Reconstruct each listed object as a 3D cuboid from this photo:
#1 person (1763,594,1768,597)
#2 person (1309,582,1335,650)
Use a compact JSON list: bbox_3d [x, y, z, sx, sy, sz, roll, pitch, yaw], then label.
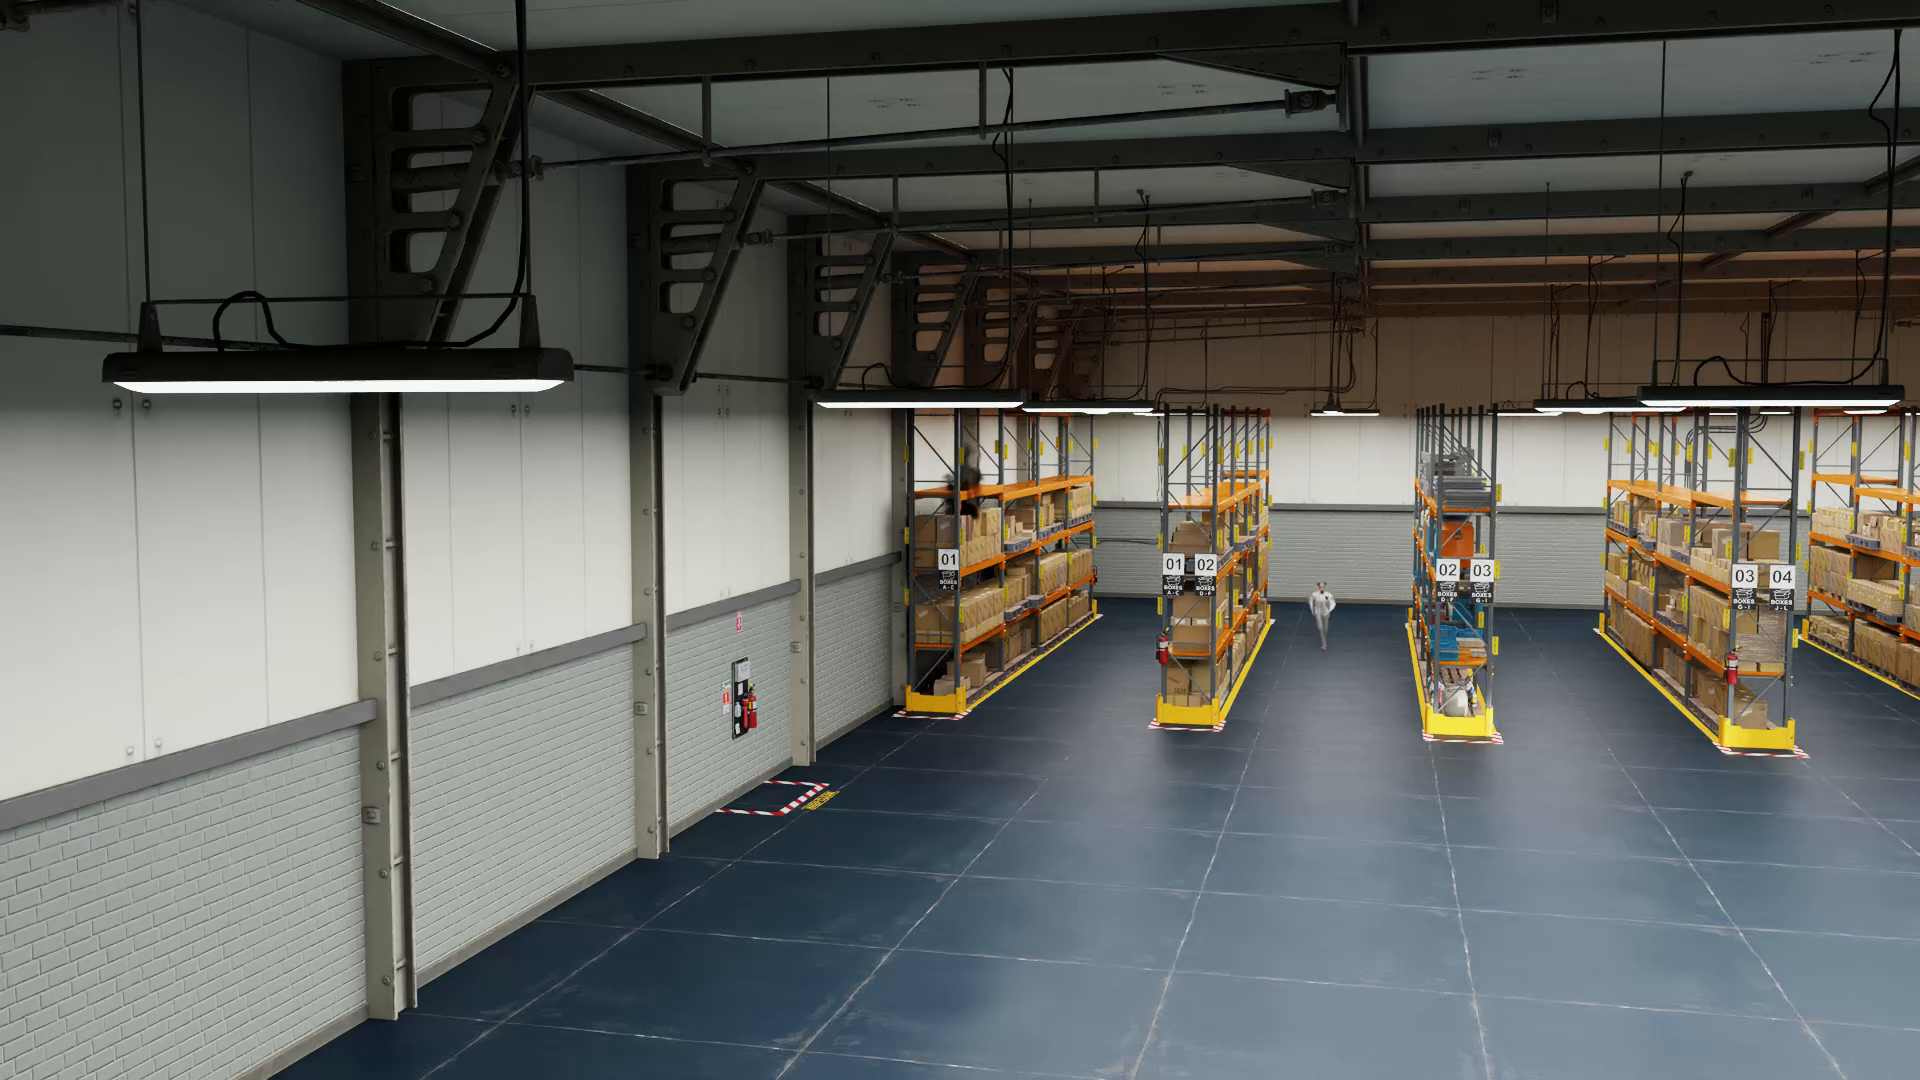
[{"bbox_3d":[19.104,1.989,39.566,0.660,1.736,0.632,1,4,13],"label":"person"},{"bbox_3d":[9.076,1.868,41.680,0.641,1.684,0.837,1,4,12],"label":"person"}]
